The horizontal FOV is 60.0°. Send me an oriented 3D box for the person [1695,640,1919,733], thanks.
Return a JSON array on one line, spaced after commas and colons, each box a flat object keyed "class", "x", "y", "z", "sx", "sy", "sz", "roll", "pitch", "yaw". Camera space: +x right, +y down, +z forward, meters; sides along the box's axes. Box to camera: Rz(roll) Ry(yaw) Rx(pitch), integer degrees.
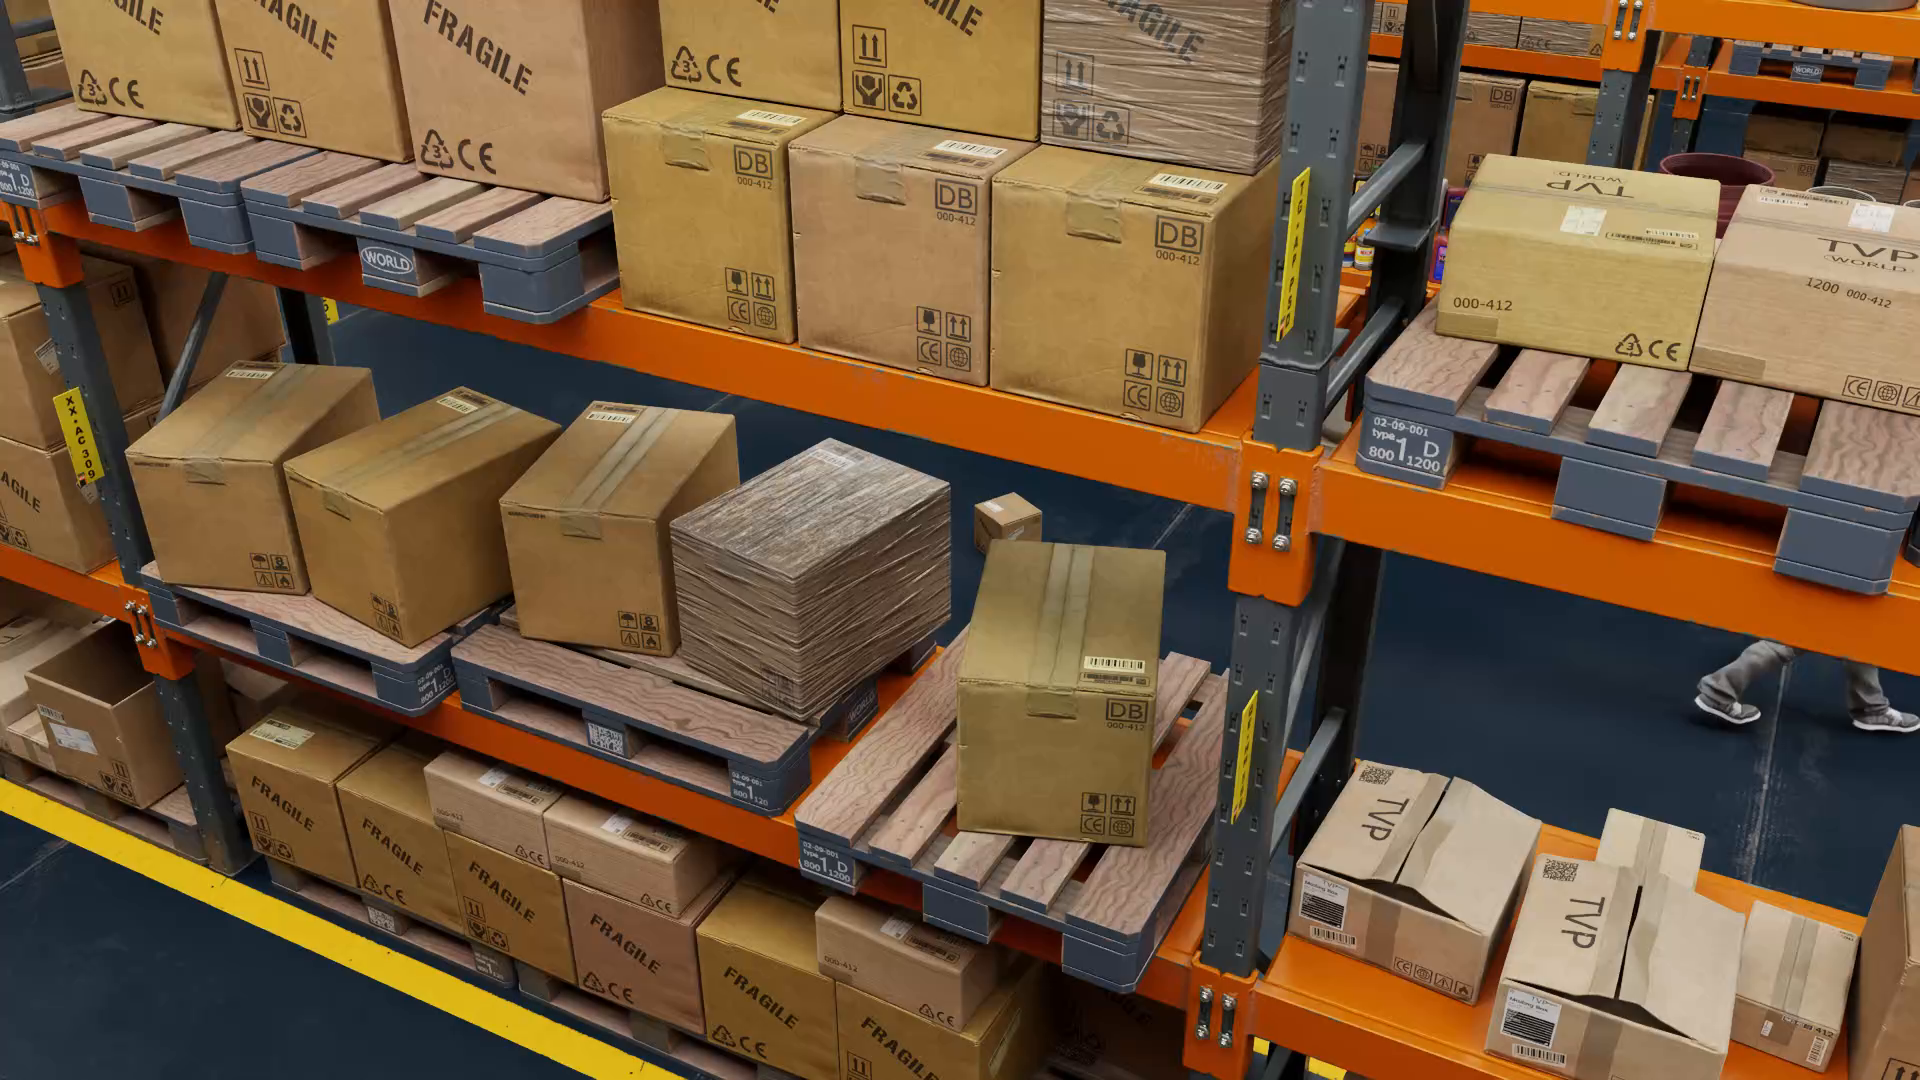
[{"class": "person", "x": 3.688, "y": 0.153, "z": 6.871, "sx": 0.944, "sy": 1.540, "sz": 0.406, "roll": 9, "pitch": 32, "yaw": 14}]
